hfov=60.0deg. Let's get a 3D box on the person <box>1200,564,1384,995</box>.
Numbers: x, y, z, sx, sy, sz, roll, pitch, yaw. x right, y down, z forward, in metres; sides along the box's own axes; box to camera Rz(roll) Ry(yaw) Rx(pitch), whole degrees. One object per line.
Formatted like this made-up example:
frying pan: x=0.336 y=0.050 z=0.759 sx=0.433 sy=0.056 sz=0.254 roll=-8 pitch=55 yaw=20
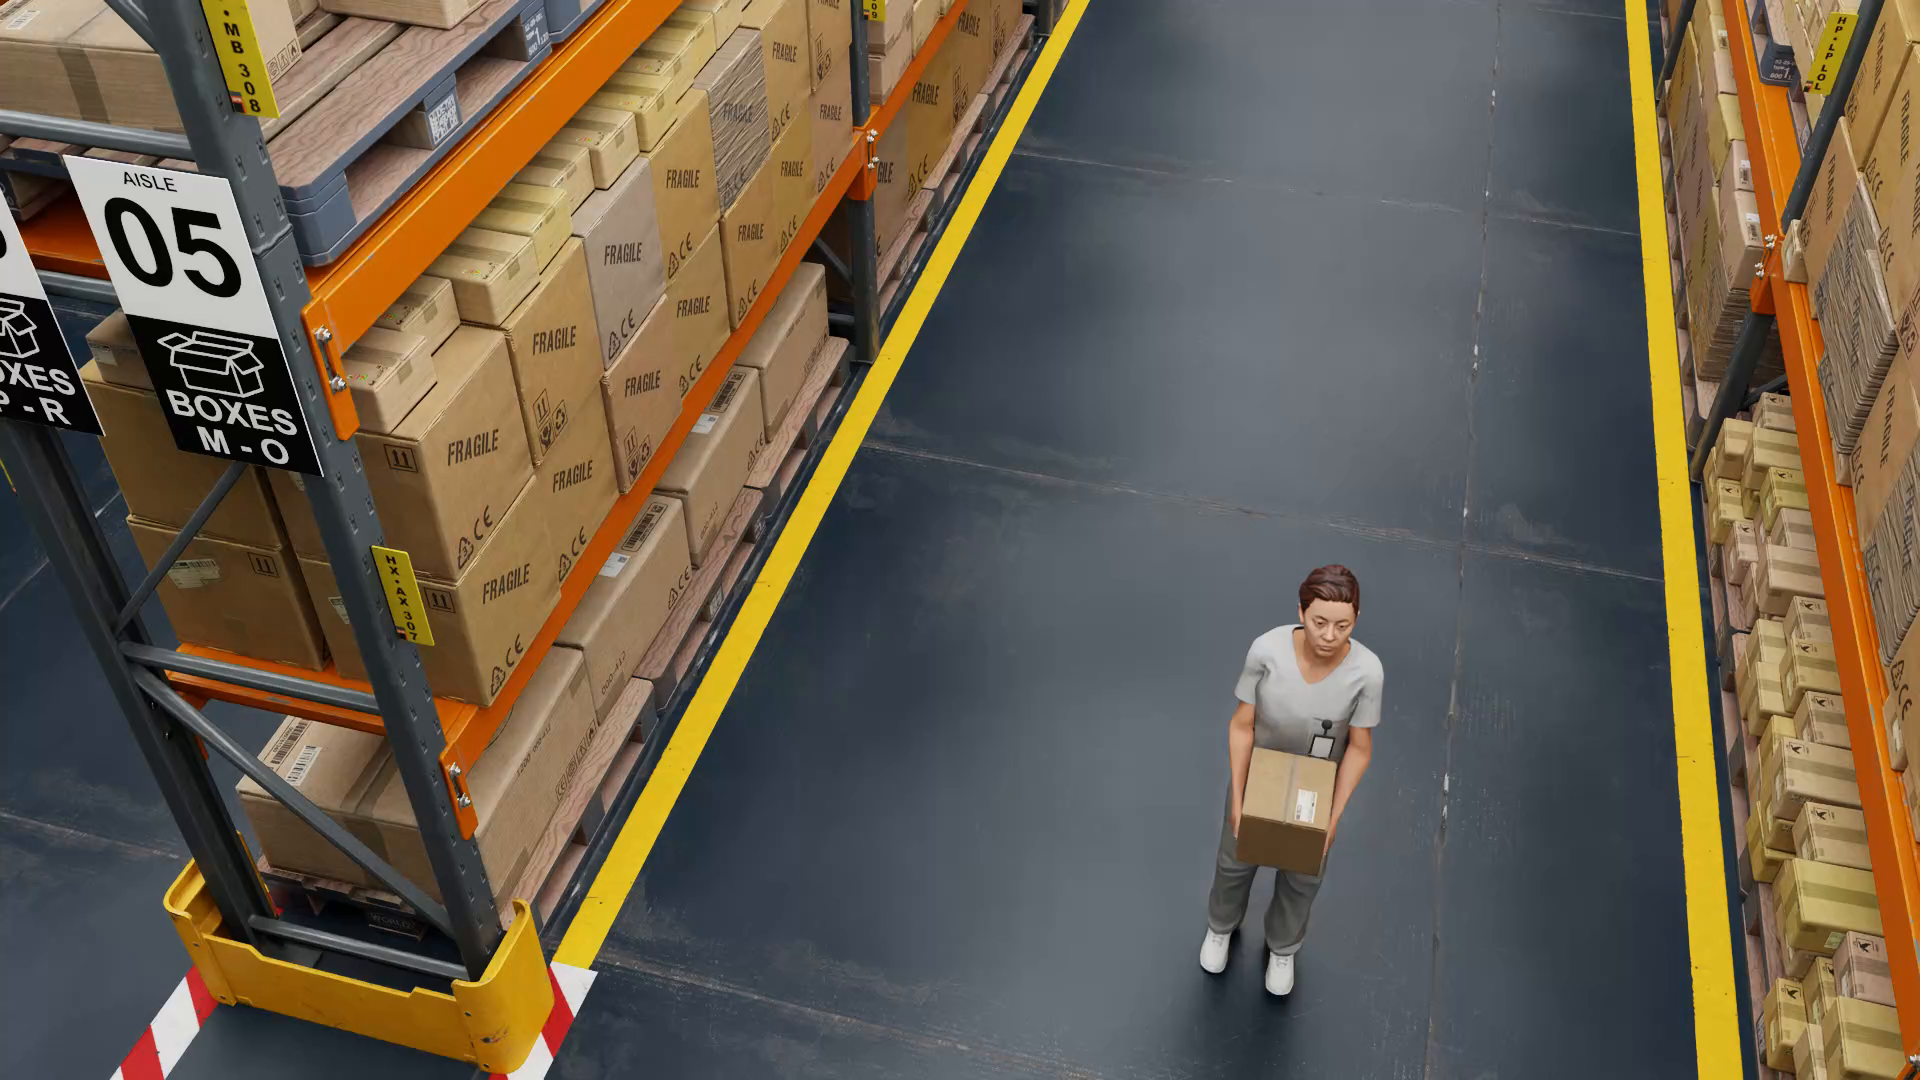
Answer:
person: x=1.037 y=0.808 z=5.237 sx=0.444 sy=1.671 sz=0.547 roll=10 pitch=42 yaw=11
